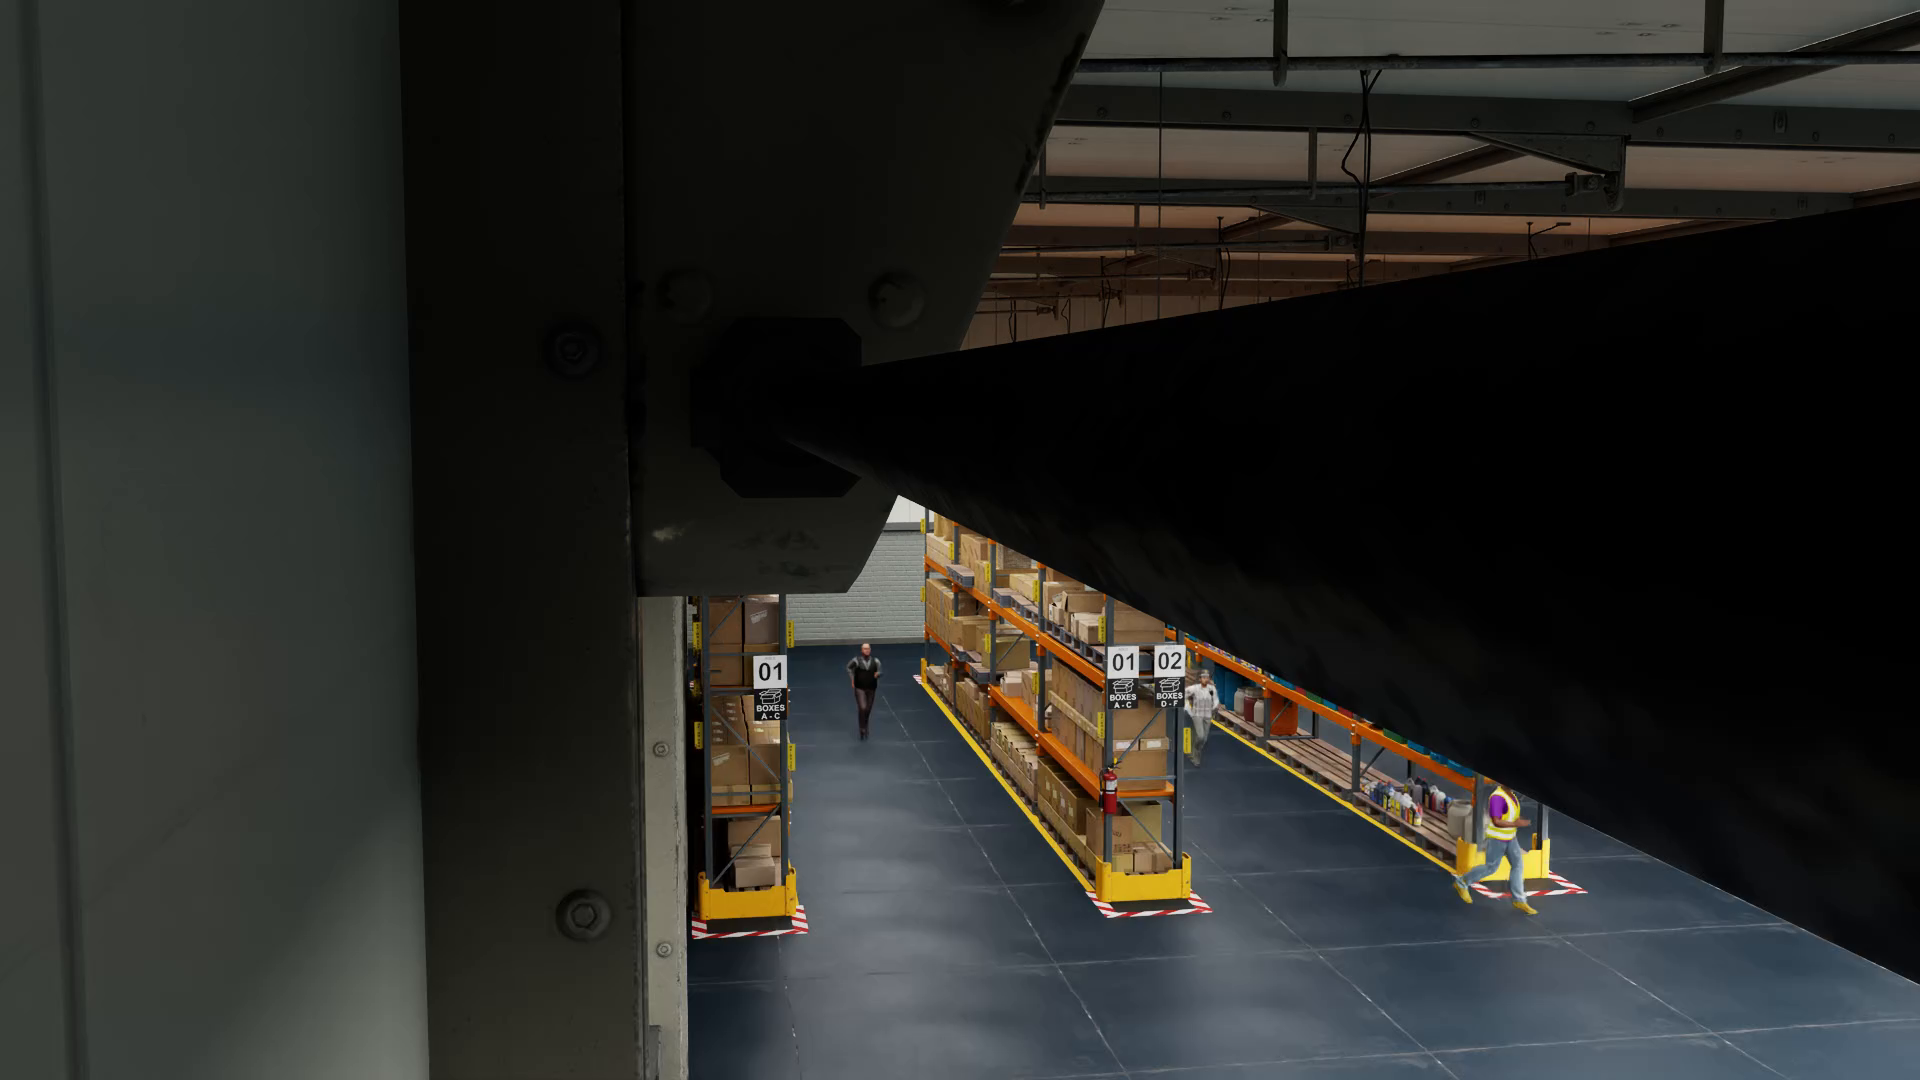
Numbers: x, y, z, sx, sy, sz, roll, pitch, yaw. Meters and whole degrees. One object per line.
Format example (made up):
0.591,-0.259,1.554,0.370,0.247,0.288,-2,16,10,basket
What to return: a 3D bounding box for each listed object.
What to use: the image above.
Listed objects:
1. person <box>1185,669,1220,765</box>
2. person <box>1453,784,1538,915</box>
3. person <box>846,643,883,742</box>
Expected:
4.116,3.002,28.248,0.607,1.649,0.665,-1,5,-14,person
6.595,3.650,20.376,0.986,1.779,0.716,4,6,36,person
-1.738,2.787,30.594,0.642,1.785,0.798,-2,5,-21,person
